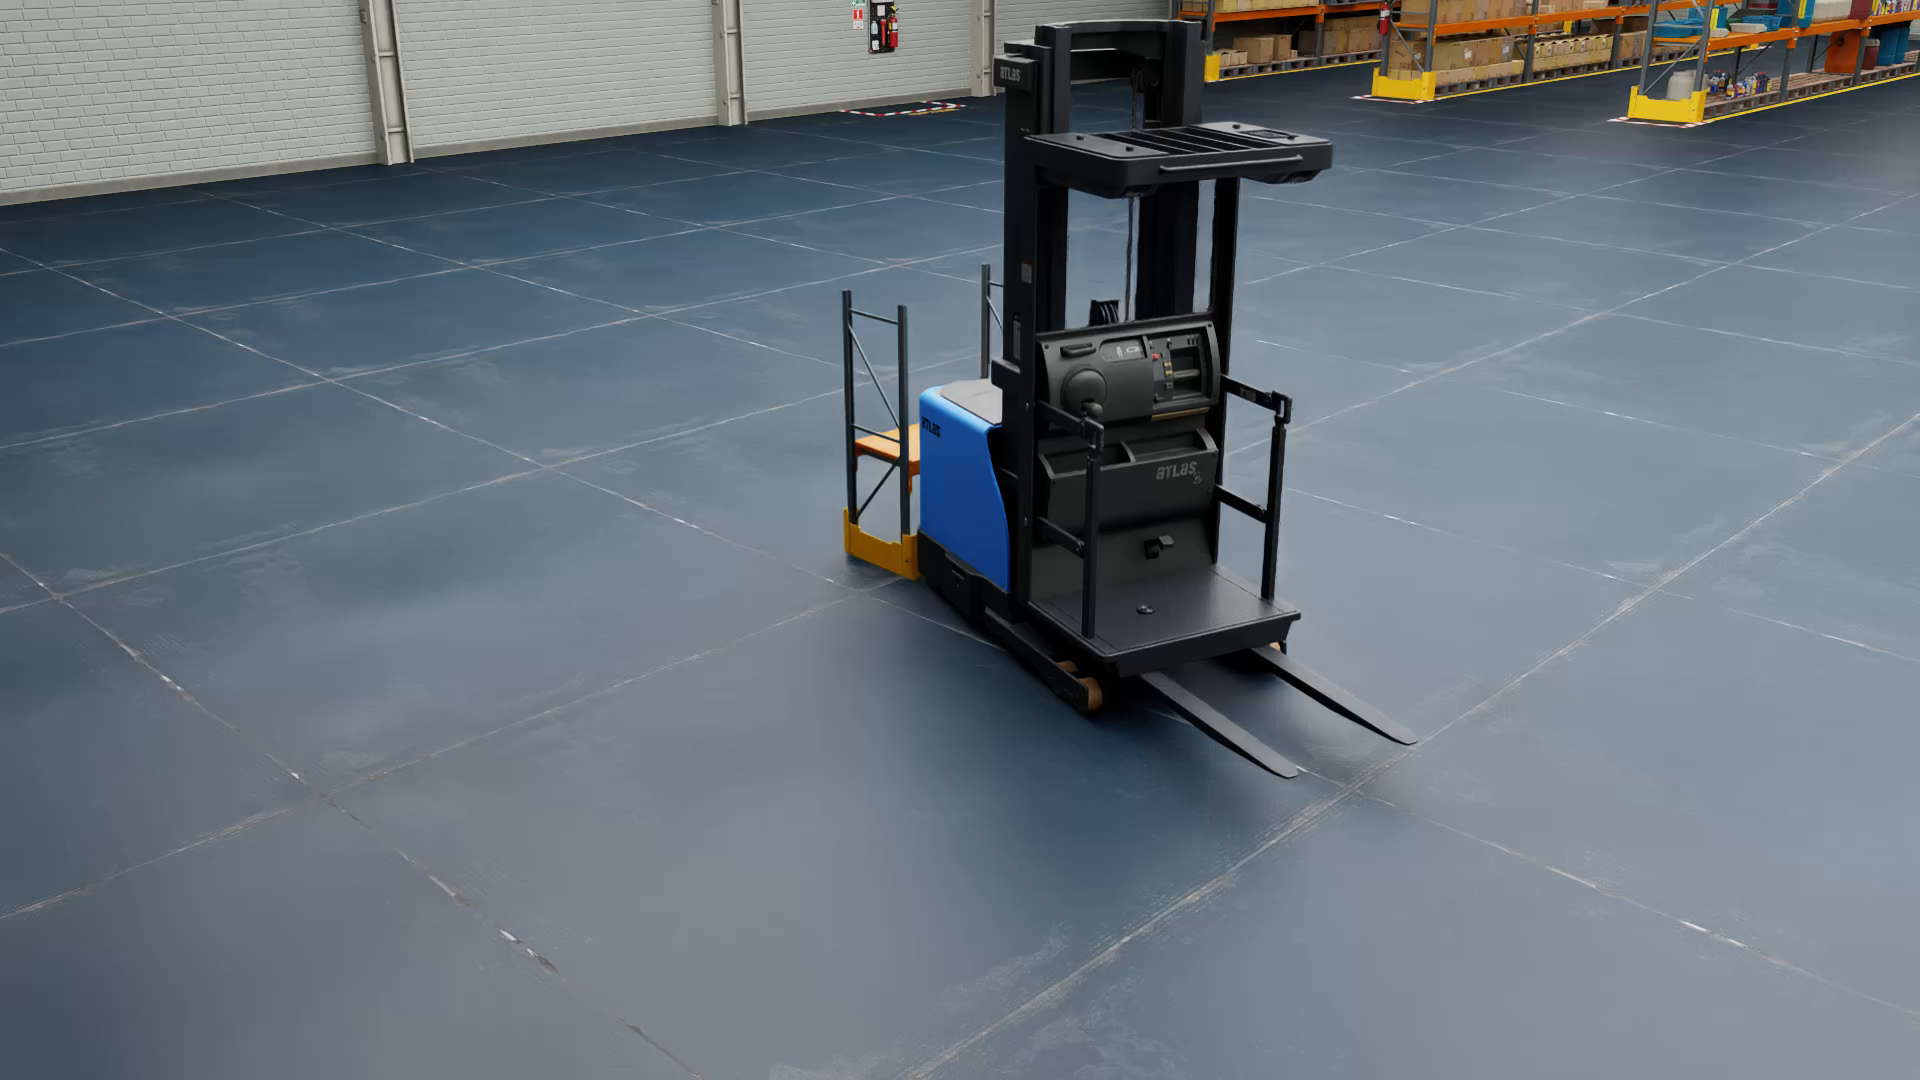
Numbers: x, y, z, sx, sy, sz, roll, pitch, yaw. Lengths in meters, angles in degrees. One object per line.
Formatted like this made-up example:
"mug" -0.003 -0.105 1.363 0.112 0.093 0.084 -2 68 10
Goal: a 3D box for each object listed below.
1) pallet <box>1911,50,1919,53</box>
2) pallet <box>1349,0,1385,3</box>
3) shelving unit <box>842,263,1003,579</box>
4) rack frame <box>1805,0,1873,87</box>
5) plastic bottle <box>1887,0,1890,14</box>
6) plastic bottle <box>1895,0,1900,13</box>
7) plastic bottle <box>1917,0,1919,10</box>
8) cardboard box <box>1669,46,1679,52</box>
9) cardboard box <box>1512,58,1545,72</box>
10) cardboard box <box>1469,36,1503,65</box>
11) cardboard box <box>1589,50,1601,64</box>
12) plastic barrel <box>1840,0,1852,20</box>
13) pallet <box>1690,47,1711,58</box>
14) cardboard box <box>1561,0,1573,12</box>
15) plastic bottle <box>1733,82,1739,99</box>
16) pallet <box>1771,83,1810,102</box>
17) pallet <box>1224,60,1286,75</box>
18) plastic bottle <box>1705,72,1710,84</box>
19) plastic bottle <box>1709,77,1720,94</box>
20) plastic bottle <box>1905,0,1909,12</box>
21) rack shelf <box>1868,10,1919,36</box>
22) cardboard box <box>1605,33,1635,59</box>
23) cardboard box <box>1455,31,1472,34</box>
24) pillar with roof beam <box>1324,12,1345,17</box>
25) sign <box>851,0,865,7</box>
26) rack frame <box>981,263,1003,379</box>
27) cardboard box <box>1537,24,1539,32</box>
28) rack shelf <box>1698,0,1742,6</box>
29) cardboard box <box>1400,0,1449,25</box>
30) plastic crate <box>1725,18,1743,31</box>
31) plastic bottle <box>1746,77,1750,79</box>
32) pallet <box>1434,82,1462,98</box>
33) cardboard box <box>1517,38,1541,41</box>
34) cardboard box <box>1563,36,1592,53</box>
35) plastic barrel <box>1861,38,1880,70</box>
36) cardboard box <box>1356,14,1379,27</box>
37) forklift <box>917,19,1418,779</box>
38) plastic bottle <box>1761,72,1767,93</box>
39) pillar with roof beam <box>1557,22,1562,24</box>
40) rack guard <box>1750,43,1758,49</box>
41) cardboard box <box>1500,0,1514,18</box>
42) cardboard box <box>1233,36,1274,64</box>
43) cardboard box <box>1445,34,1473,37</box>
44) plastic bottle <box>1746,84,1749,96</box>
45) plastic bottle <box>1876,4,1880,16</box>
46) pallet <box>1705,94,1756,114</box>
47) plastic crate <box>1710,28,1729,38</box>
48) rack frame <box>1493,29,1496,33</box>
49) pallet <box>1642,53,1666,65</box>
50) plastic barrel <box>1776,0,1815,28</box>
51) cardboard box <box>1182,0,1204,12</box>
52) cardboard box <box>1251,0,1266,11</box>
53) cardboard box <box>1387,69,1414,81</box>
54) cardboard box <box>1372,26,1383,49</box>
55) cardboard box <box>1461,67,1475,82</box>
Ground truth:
"pallet" 22.412 -11.071 38.085 1.003 0.211 1.213 19 28 41
"pallet" 8.984 -12.390 37.895 1.003 0.211 1.213 19 28 41
"shelving unit" -0.066 -0.693 9.287 1.083 1.500 0.587 -18 27 -39
"rack frame" 17.434 -10.519 32.760 1.000 3.000 0.127 19 28 41
"plastic bottle" 18.645 -10.724 33.475 0.097 0.271 0.097 0 21 0
"plastic bottle" 19.049 -10.923 33.880 0.144 0.351 0.185 19 28 41
"plastic bottle" 20.052 -11.239 34.798 0.061 0.283 0.133 19 28 41
"cardboard box" 16.188 -11.503 38.191 0.500 0.500 0.500 19 28 41
"cardboard box" 11.556 -9.685 33.839 0.500 0.250 0.500 18 28 39
"cardboard box" 10.227 -9.565 32.480 0.500 0.500 0.500 19 28 41
"cardboard box" 13.338 -10.342 35.548 0.500 0.250 0.500 19 28 40
"plastic barrel" 16.869 -10.253 31.913 0.421 0.512 0.421 0 21 0
"pallet" 17.158 -11.662 39.622 1.003 0.211 1.213 19 28 41
"cardboard box" 12.361 -11.235 34.485 0.500 0.500 0.500 19 28 41
"plastic bottle" 13.512 -7.841 28.968 0.133 0.283 0.061 -20 28 -41
"pallet" 15.163 -8.400 31.136 1.003 0.211 1.213 19 28 41
"pallet" 6.251 -10.172 35.744 1.003 0.211 1.213 19 28 41
"plastic bottle" 13.355 -8.198 29.801 0.144 0.351 0.185 19 28 40
"plastic bottle" 13.478 -8.132 29.735 0.152 0.276 0.135 19 28 41
"plastic bottle" 19.480 -11.049 34.312 0.152 0.276 0.135 19 28 41
"rack shelf" 18.829 -10.697 34.227 1.077 0.370 4.000 19 28 41
"cardboard box" 14.410 -10.843 36.476 0.500 0.500 0.500 -19 28 -40
"cardboard box" 12.148 -12.790 41.081 0.750 0.750 0.750 -19 28 -40
"pillar with roof beam" 11.893 -14.603 35.026 9.100 9.000 0.400 19 28 41
"sign" -1.764 -9.317 28.845 0.001 0.109 0.331 19 28 41
"rack frame" 0.303 -0.813 9.600 0.032 1.500 0.500 -18 27 -39
"cardboard box" 14.800 -13.621 43.730 0.700 0.500 0.500 18 27 39
"rack shelf" 18.073 -12.966 40.130 1.077 0.370 4.000 19 28 41
"cardboard box" 8.641 -9.866 30.924 0.700 0.500 0.500 19 28 41
"plastic crate" 13.494 -9.113 29.399 0.450 0.188 0.662 19 28 41
"plastic bottle" 14.143 -8.168 29.828 0.152 0.276 0.135 19 28 41
"pallet" 8.810 -8.608 31.677 1.003 0.211 1.213 19 28 41
"cardboard box" 11.882 -10.344 34.772 0.500 0.311 0.500 19 28 40
"cardboard box" 12.986 -10.473 35.107 0.500 0.311 0.500 19 28 40
"plastic barrel" 18.551 -10.009 34.211 0.600 0.588 0.708 19 28 41
"cardboard box" 9.428 -12.058 38.590 0.500 0.250 0.500 -20 28 -41
"forklift" 0.891 -0.764 7.476 1.130 2.935 3.031 -10 23 -25
"plastic bottle" 14.401 -8.222 29.863 0.144 0.351 0.185 18 28 39
"pillar with roof beam" 20.265 -17.688 43.051 9.100 9.000 0.400 19 28 41
"rack guard" 19.415 -12.629 41.736 1.175 0.500 0.348 19 28 41
"cardboard box" 10.429 -10.525 32.637 0.700 0.500 0.500 19 28 40
"cardboard box" 6.247 -10.458 35.474 0.700 0.500 0.500 17 27 37
"cardboard box" 9.852 -9.696 32.821 0.500 0.500 0.500 19 28 41
"plastic bottle" 13.862 -7.942 29.343 0.097 0.201 0.097 0 21 0
"plastic bottle" 18.229 -10.568 33.050 0.061 0.283 0.133 19 28 41
"pallet" 13.294 -7.712 29.344 1.003 0.211 1.213 19 28 41
"plastic crate" 12.708 -8.489 27.846 0.298 0.136 0.250 19 28 41
"rack frame" 13.126 -14.026 41.886 1.000 3.000 0.127 19 28 41
"pallet" 15.286 -10.952 37.775 1.003 0.211 1.213 19 28 41
"plastic barrel" 15.130 -9.748 30.056 0.600 0.901 0.708 19 28 41
"cardboard box" 4.942 -11.050 34.323 0.500 0.250 0.500 -20 28 -41
"cardboard box" 6.034 -11.194 34.697 0.500 0.250 0.500 19 28 40
"cardboard box" 8.469 -8.827 31.607 0.500 0.250 0.500 19 28 41
"cardboard box" 9.428 -11.735 38.797 0.700 0.500 0.500 19 28 41
"cardboard box" 9.535 -8.956 31.941 0.500 0.250 0.500 19 28 41
